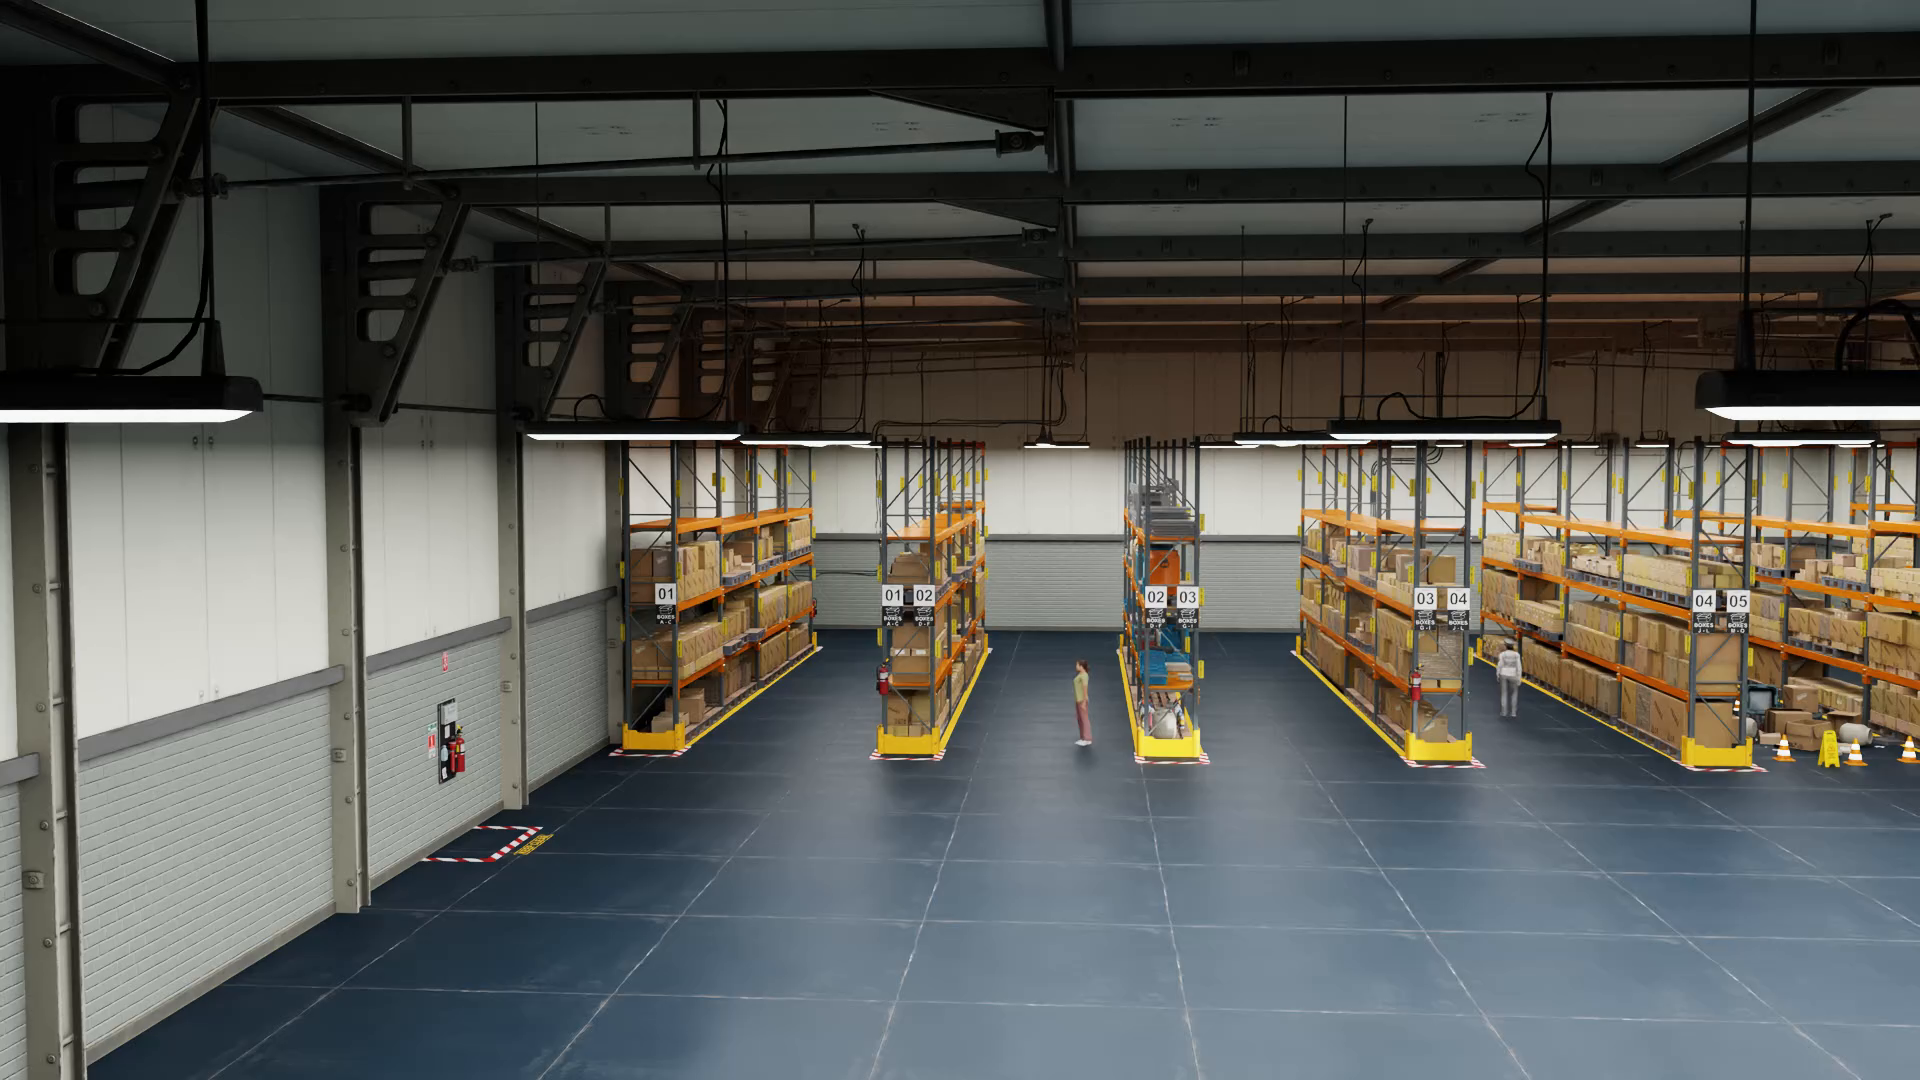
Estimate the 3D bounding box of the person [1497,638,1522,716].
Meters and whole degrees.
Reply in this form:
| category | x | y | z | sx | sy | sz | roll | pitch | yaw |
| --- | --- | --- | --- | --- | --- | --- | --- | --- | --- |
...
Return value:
| category | x | y | z | sx | sy | sz | roll | pitch | yaw |
| --- | --- | --- | --- | --- | --- | --- | --- | --- | --- |
| person | 11.821 | 2.987 | 35.785 | 0.535 | 1.749 | 0.532 | 2 | 4 | 30 |

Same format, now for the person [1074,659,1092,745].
| category | x | y | z | sx | sy | sz | roll | pitch | yaw |
| --- | --- | --- | --- | --- | --- | --- | --- | --- | --- |
| person | 2.388 | 3.164 | 32.365 | 0.342 | 1.710 | 0.534 | 0 | 3 | -5 |

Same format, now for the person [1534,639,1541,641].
| category | x | y | z | sx | sy | sz | roll | pitch | yaw |
| --- | --- | --- | --- | --- | --- | --- | --- | --- | --- |
| person | 16.494 | 2.400 | 46.960 | 0.996 | 1.588 | 0.541 | 2 | 3 | 28 |
